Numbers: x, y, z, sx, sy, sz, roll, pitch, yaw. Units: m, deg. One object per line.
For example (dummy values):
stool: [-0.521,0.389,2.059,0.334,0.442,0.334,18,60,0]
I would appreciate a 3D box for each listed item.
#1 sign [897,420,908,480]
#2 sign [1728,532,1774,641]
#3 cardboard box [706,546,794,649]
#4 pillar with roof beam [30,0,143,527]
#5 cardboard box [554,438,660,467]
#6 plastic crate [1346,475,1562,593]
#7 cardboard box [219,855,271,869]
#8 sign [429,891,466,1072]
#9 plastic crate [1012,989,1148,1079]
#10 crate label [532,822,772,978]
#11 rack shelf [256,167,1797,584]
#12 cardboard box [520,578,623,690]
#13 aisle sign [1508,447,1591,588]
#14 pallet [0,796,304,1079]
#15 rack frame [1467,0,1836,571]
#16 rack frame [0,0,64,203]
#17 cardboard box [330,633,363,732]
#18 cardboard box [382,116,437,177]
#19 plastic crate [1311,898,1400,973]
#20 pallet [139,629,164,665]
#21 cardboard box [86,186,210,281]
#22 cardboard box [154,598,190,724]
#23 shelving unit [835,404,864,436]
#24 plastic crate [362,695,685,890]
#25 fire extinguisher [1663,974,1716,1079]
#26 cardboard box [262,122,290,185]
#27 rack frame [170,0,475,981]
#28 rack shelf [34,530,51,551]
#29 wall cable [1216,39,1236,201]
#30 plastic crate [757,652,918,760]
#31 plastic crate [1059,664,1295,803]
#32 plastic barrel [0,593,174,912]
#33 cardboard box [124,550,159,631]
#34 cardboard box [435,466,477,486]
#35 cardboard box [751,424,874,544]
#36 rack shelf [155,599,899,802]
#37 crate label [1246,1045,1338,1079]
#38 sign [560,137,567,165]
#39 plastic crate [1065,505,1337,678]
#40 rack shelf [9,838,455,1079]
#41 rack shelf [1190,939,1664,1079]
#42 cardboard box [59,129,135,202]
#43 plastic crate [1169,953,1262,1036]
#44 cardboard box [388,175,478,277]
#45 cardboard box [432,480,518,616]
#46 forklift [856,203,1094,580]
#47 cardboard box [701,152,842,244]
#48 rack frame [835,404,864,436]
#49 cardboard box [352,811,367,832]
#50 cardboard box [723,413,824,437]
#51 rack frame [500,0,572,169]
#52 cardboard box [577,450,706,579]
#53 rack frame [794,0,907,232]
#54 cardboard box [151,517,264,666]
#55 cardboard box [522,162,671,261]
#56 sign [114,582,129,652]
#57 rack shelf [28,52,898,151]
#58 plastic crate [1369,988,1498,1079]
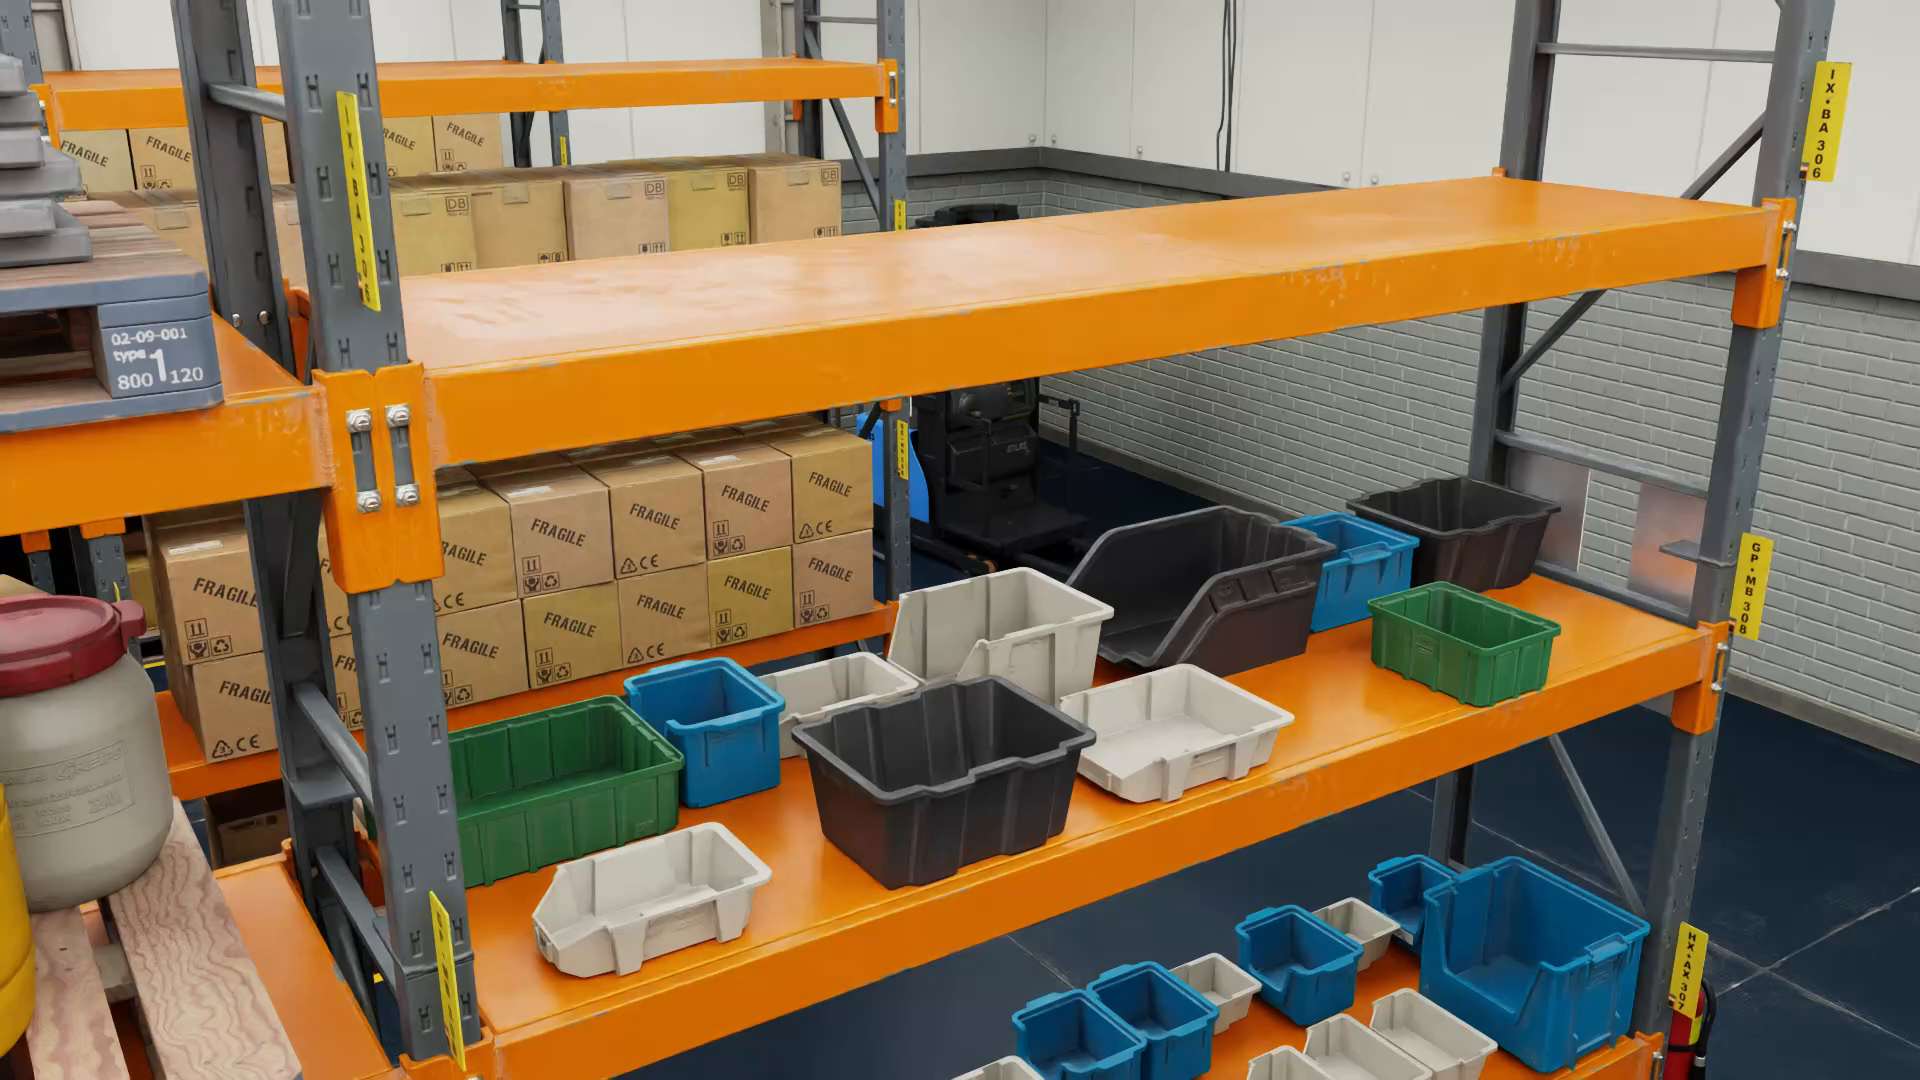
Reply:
sign: [-0.318,-0.501,9.241,0.005,0.325,0.100,-12,22,-31]
sign: [2.430,0.144,5.115,0.005,0.325,0.100,-12,22,-31]
cardboard box: [-1.262,0.242,9.189,0.500,0.500,0.500,-12,22,-31]
pillar with roof beam: [-4.198,-2.620,8.442,0.400,9.000,9.100,-12,22,-31]
cardboard box: [-1.975,-0.287,9.193,0.500,0.500,0.500,-12,22,-31]
plastic crate: [1.640,0.005,5.566,0.590,0.269,0.497,-12,22,-31]
cardboard box: [-3.478,1.799,8.250,0.500,0.311,0.500,-12,22,-31]
sign: [-0.925,0.798,3.004,0.005,0.325,0.100,-12,22,-31]
plastic crate: [0.377,1.662,5.313,0.300,0.233,0.416,-12,22,-31]
crate label: [-0.659,0.771,3.510,0.466,0.136,0.293,-12,22,-31]
rack shelf: [0.444,-0.588,4.182,4.000,0.370,1.077,-12,22,-31]
cardboard box: [-2.103,0.417,8.671,0.500,0.500,0.500,-12,22,-32]
aisle sign: [2.011,0.047,5.862,0.004,0.787,0.394,-12,22,-31]
pallet: [-1.827,0.908,2.986,1.003,0.211,1.213,-12,22,-31]
rack frame: [2.114,-1.471,5.045,0.127,3.000,1.000,-12,22,-31]
rack frame: [-3.947,-2.092,6.882,0.127,3.000,1.000,-12,22,-31]
cardboard box: [-2.946,0.595,8.146,0.500,0.500,0.500,-11,22,-30]
cardboard box: [-4.219,-2.943,12.335,0.500,0.500,0.500,-11,22,-30]
plastic crate: [1.414,1.457,6.069,0.298,0.136,0.250,-12,22,-31]
pallet: [-5.997,0.634,12.541,1.213,0.211,1.003,-12,22,-31]
cardboard box: [-3.562,-1.288,7.470,0.500,0.500,0.700,-12,22,-31]
cardboard box: [-3.671,0.546,8.290,0.500,0.500,0.500,-11,22,-31]
shelving unit: [-0.573,-1.065,15.552,1.083,1.500,0.587,-11,22,-30]
plastic crate: [-1.039,0.599,3.935,0.662,0.188,0.450,-12,22,-31]
fire extinguisher: [2.490,1.679,5.797,0.183,0.674,0.296,-12,22,-31]
cardboard box: [-5.090,-2.757,11.784,0.500,0.500,0.500,-12,22,-31]
rack frame: [-1.226,-0.766,2.961,0.127,3.000,1.000,-12,22,-31]
rack shelf: [-5.005,-0.586,12.917,4.000,0.370,1.077,-12,22,-31]
wall cable: [1.586,-3.551,16.045,0.112,2.526,3.097,-12,22,-31]
plastic crate: [-0.373,0.454,4.447,0.466,0.136,0.293,-12,22,-31]
plastic crate: [0.525,0.505,4.295,0.530,0.136,0.437,-12,22,-31]
plastic barrel: [-1.804,0.417,3.276,0.433,0.535,0.433,0,19,0]
cardboard box: [-5.994,0.307,12.402,0.500,0.500,0.700,-12,22,-31]
cardboard box: [-2.820,-0.109,8.666,0.500,0.500,0.500,-12,22,-31]
cardboard box: [-0.827,-0.324,9.301,0.500,0.500,0.500,-12,22,-32]
rack shelf: [-2.277,0.739,9.000,4.000,0.370,1.077,-12,22,-31]
crate label: [1.064,1.762,5.166,0.243,0.136,0.396,-12,22,-31]
sign: [-3.047,-2.934,12.798,0.005,0.325,0.100,-12,22,-31]
plastic crate: [0.687,0.175,4.957,0.767,0.338,0.504,-12,22,-31]
rack shelf: [-2.897,1.348,2.515,4.000,0.370,1.077,-12,22,-31]
rack shelf: [0.444,2.064,5.079,4.000,0.370,1.077,-12,22,-31]
cardboard box: [-5.925,-2.576,11.250,0.500,0.500,0.500,-12,22,-32]
plastic crate: [0.847,1.577,5.715,0.298,0.136,0.250,-12,22,-31]
cardboard box: [-2.653,-1.428,7.884,0.500,0.500,0.700,-12,22,-31]
cardboard box: [-2.539,0.040,8.226,0.500,0.500,0.500,-13,22,-33]
forklift: [0.410,-1.237,13.827,1.130,2.935,3.031,-16,24,-38]
cardboard box: [-1.027,-1.802,8.990,0.500,0.500,0.700,-12,22,-31]
rack frame: [-1.014,-0.978,15.294,0.032,1.500,0.500,-11,22,-30]
cardboard box: [-3.347,1.634,8.993,0.250,0.149,0.380,-12,22,-31]
cardboard box: [-1.122,-0.468,9.728,0.500,0.500,0.500,-11,22,-30]
rack frame: [-3.334,-4.121,12.883,0.127,3.000,1.000,-12,22,-31]
cardboard box: [-1.679,-0.142,8.764,0.500,0.500,0.500,-11,22,-30]
rack frame: [-0.607,-2.797,8.966,0.127,3.000,1.000,-12,22,-31]
cardboard box: [-3.399,0.221,7.690,0.500,0.500,0.500,-11,22,-30]
cardboard box: [-1.850,-1.620,8.451,0.500,0.500,0.700,-12,22,-31]
sign: [-3.639,0.349,7.220,0.005,0.325,0.100,-12,22,-31]
rack shelf: [-2.277,-2.102,8.040,4.000,0.370,1.077,-12,22,-31]
plastic crate: [1.533,1.660,5.470,0.243,0.136,0.396,-12,22,-31]
